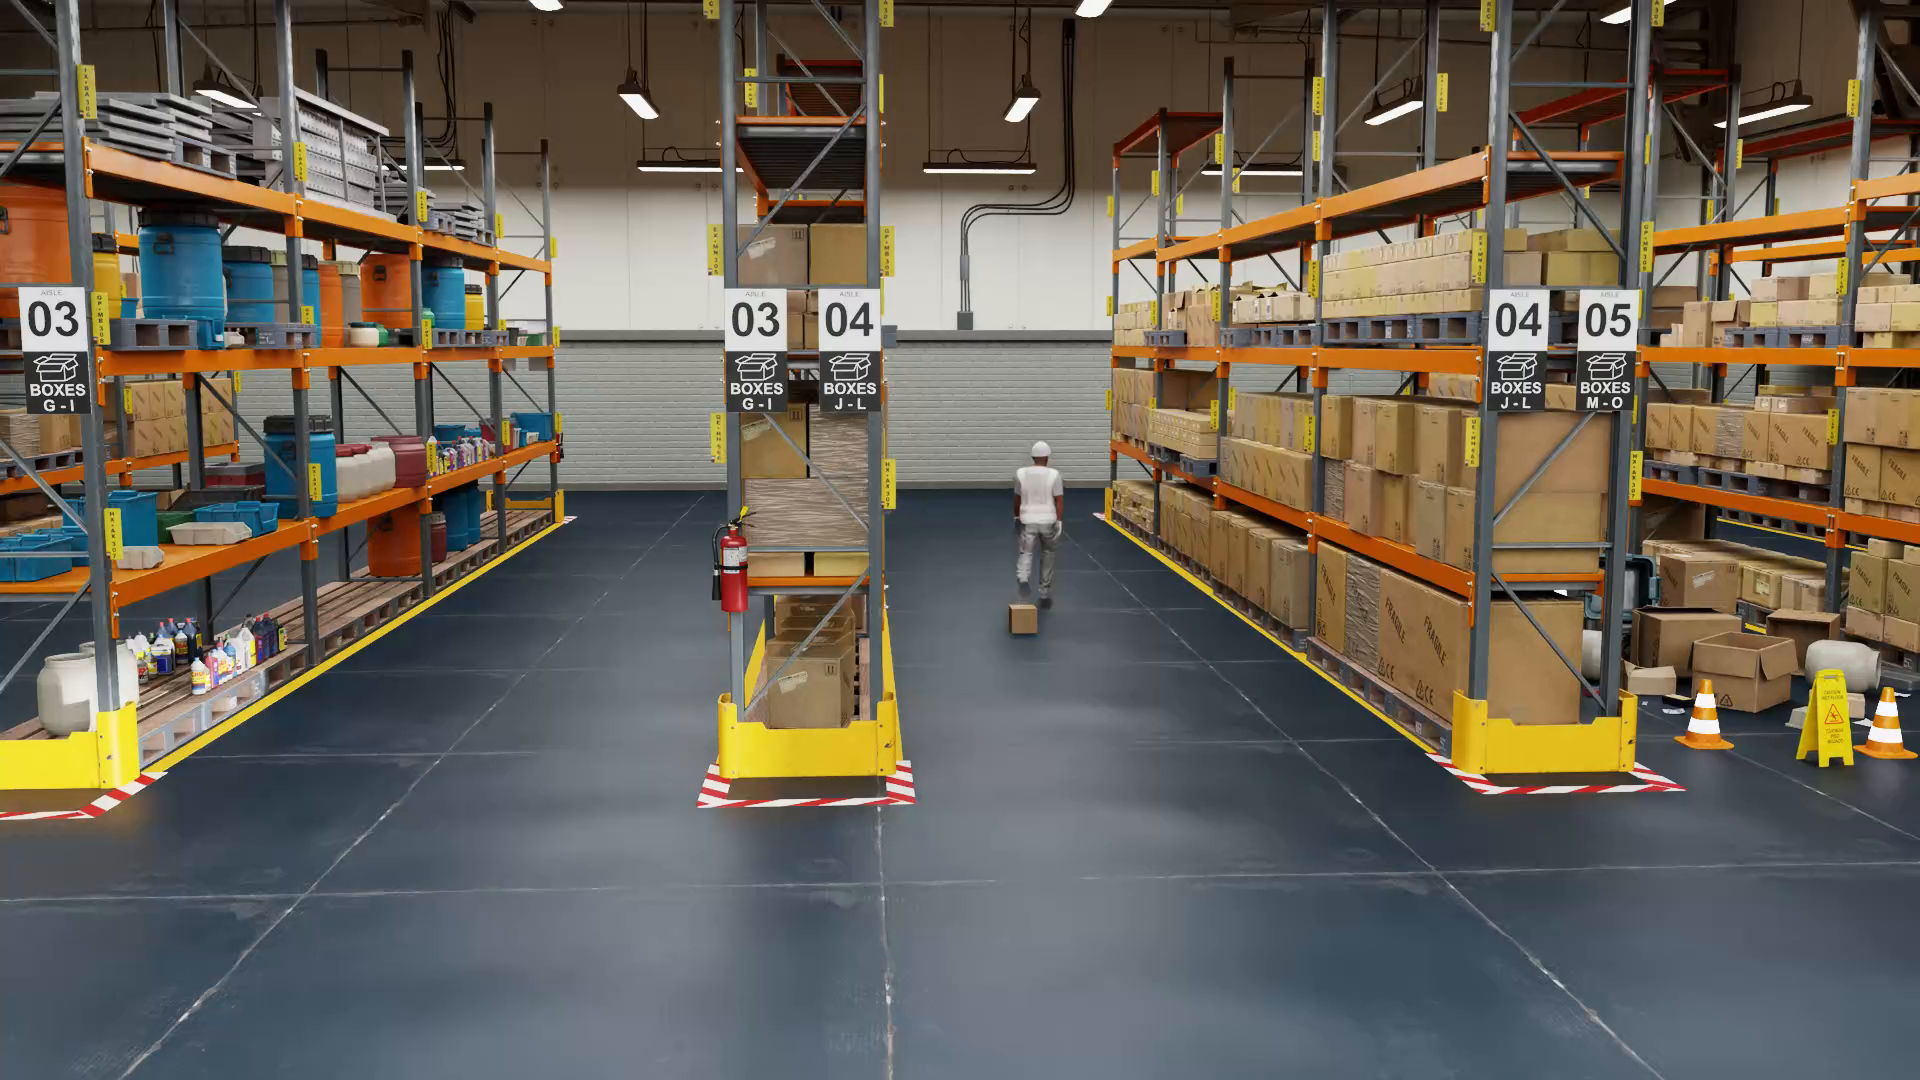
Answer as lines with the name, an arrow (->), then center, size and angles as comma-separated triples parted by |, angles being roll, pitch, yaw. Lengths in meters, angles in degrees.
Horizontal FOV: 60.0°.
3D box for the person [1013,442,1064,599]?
person -> 0.853, -0.199, 18.266 | 0.582, 1.754, 0.890 | 1, 7, 11
